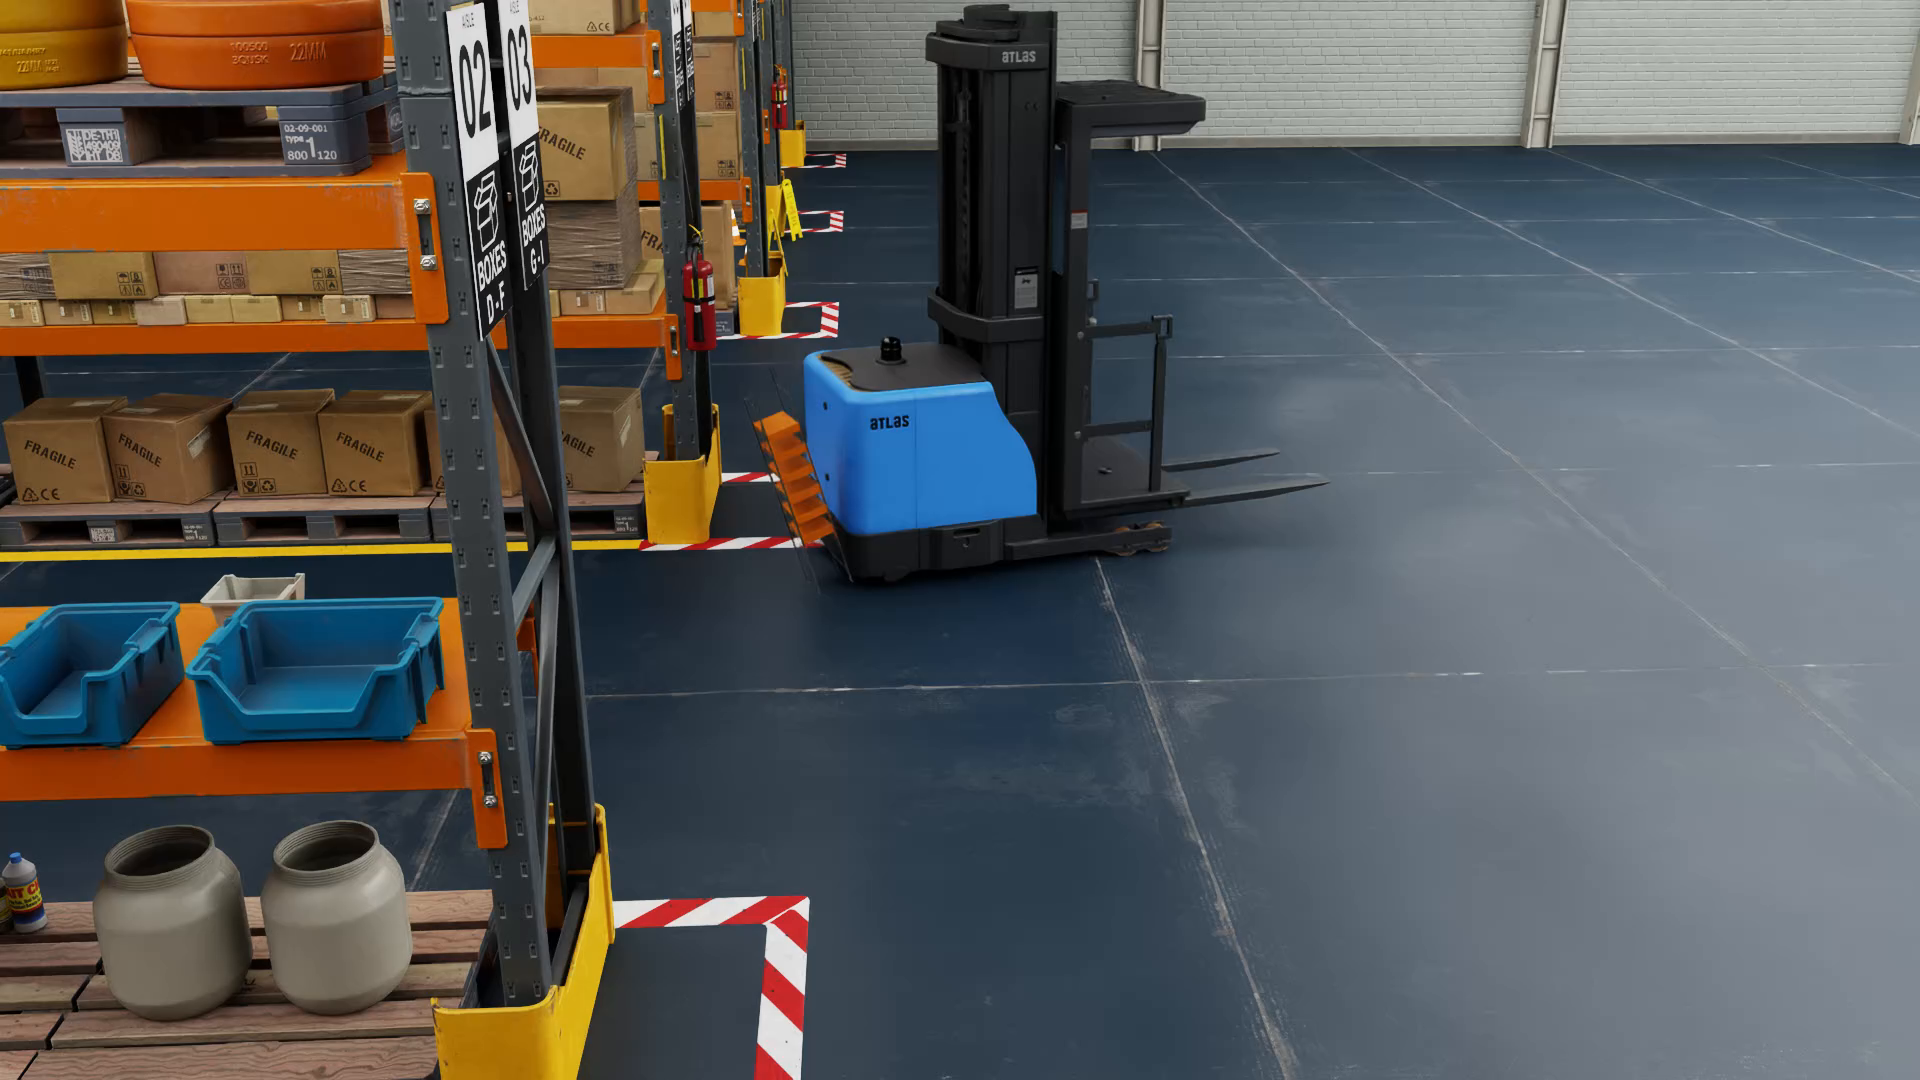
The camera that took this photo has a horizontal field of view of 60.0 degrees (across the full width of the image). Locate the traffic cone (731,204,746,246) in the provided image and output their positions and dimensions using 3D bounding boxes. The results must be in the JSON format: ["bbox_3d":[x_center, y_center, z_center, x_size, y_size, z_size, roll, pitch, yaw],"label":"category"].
[{"bbox_3d":[-2.504,-3.454,18.042,0.334,0.463,0.336,-1,21,-3],"label":"traffic cone"}]

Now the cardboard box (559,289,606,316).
[{"bbox_3d":[-2.105,-1.384,9.395,0.250,0.149,0.380,-1,21,-3],"label":"cardboard box"}]

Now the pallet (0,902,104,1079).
[{"bbox_3d":[-3.399,1.533,5.297,1.213,0.211,1.003,-1,21,-3],"label":"pallet"}]

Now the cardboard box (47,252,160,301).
[{"bbox_3d":[-4.622,-1.675,9.246,0.500,0.500,0.875,-1,21,-3],"label":"cardboard box"}]

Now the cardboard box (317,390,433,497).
[{"bbox_3d":[-3.427,-0.577,9.843,0.500,0.500,0.500,1,21,2],"label":"cardboard box"}]

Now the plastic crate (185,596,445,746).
[{"bbox_3d":[-1.782,0.360,4.670,0.616,0.251,0.499,-1,21,-3],"label":"plastic crate"}]

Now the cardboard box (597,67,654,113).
[{"bbox_3d":[-2.681,-3.887,13.886,0.550,0.550,0.875,-1,21,-3],"label":"cardboard box"}]

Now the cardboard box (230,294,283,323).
[{"bbox_3d":[-3.847,-1.320,9.225,0.250,0.149,0.380,-1,21,-3],"label":"cardboard box"}]

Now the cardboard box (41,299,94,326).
[{"bbox_3d":[-4.845,-1.300,9.173,0.250,0.149,0.380,-1,21,-3],"label":"cardboard box"}]

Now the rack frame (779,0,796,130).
[{"bbox_3d":[-2.435,-6.869,23.448,0.127,3.000,1.000,-1,21,-3],"label":"rack frame"}]

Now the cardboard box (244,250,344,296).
[{"bbox_3d":[-3.627,-1.717,9.355,0.500,0.500,0.875,-1,21,-3],"label":"cardboard box"}]

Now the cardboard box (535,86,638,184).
[{"bbox_3d":[-2.147,-2.324,9.547,0.500,0.500,0.500,-1,21,-3],"label":"cardboard box"}]

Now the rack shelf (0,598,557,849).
[{"bbox_3d":[-3.296,0.550,4.970,4.000,0.370,1.077,-1,21,-3],"label":"rack shelf"}]

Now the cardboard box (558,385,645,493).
[{"bbox_3d":[-2.207,-0.607,9.923,0.500,0.500,0.500,3,21,7],"label":"cardboard box"}]

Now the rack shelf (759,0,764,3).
[{"bbox_3d":[-4.145,-6.131,18.304,4.000,0.370,1.077,-1,21,-3],"label":"rack shelf"}]

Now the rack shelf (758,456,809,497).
[{"bbox_3d":[-0.922,-0.345,8.642,0.180,0.103,0.258,-27,29,-15],"label":"rack shelf"}]

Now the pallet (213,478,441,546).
[{"bbox_3d":[-3.686,-0.253,9.990,1.213,0.211,1.003,-1,21,-3],"label":"pallet"}]

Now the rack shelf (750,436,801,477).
[{"bbox_3d":[-0.958,-0.445,8.586,0.180,0.103,0.258,-27,29,-15],"label":"rack shelf"}]

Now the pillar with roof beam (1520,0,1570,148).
[{"bbox_3d":[9.045,-8.693,19.808,0.400,9.000,9.100,-1,21,-3],"label":"pillar with roof beam"}]

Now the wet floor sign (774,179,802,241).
[{"bbox_3d":[-1.897,-3.630,18.247,0.232,0.644,0.267,6,22,16],"label":"wet floor sign"}]

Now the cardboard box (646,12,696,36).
[{"bbox_3d":[-3.151,-5.664,18.317,0.500,0.500,0.700,-1,21,-3],"label":"cardboard box"}]

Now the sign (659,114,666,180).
[{"bbox_3d":[-1.570,-2.077,8.789,0.005,0.325,0.100,-1,21,-3],"label":"sign"}]

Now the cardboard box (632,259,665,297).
[{"bbox_3d":[-1.880,-1.547,9.822,0.250,0.149,0.380,-1,21,-3],"label":"cardboard box"}]

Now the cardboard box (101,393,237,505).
[{"bbox_3d":[-4.603,-0.541,9.749,0.500,0.500,0.500,5,22,14],"label":"cardboard box"}]

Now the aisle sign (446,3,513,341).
[{"bbox_3d":[-1.211,-0.937,4.213,0.004,0.787,0.394,-1,21,-3],"label":"aisle sign"}]

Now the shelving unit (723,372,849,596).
[{"bbox_3d":[-0.900,-0.282,8.677,0.189,1.200,0.258,-27,29,-15],"label":"shelving unit"}]

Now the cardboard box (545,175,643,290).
[{"bbox_3d":[-2.133,-1.770,9.496,0.500,0.500,0.875,-1,21,-3],"label":"cardboard box"}]

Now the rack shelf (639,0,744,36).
[{"bbox_3d":[-3.761,-4.375,13.691,4.000,0.370,1.077,-1,21,-3],"label":"rack shelf"}]

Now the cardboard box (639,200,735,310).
[{"bbox_3d":[-2.438,-2.516,14.409,0.875,0.875,0.875,-1,21,-3],"label":"cardboard box"}]

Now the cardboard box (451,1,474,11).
[{"bbox_3d":[-2.547,-2.806,8.771,0.500,0.250,0.500,-1,21,-3],"label":"cardboard box"}]

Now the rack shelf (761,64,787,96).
[{"bbox_3d":[-4.432,-6.492,23.469,4.000,0.370,1.077,-1,21,-3],"label":"rack shelf"}]

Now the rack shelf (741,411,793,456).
[{"bbox_3d":[-0.994,-0.545,8.530,0.180,0.103,0.258,-27,29,-15],"label":"rack shelf"}]

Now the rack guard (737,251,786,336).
[{"bbox_3d":[-1.740,-2.182,14.650,0.348,0.500,1.175,-1,21,-3],"label":"rack guard"}]

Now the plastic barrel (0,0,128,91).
[{"bbox_3d":[-2.430,-1.444,4.128,0.600,0.588,0.600,0,21,0],"label":"plastic barrel"}]

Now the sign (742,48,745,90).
[{"bbox_3d":[-1.747,-3.809,13.448,0.005,0.325,0.100,-1,21,-3],"label":"sign"}]

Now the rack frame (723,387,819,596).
[{"bbox_3d":[-0.978,-0.241,8.653,0.006,1.200,0.240,-27,29,-15],"label":"rack frame"}]

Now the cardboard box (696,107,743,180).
[{"bbox_3d":[-2.132,-3.396,14.115,0.550,0.550,0.875,-1,21,-3],"label":"cardboard box"}]

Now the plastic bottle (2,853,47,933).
[{"bbox_3d":[-3.127,1.169,5.550,0.097,0.271,0.097,0,21,0],"label":"plastic bottle"}]

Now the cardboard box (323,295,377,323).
[{"bbox_3d":[-3.346,-1.321,9.229,0.250,0.149,0.380,-1,21,-3],"label":"cardboard box"}]

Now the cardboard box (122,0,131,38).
[{"bbox_3d":[-4.087,-2.773,8.685,0.500,0.250,0.500,-2,21,-5],"label":"cardboard box"}]

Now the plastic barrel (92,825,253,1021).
[{"bbox_3d":[-2.453,1.191,5.184,0.421,0.512,0.421,0,21,0],"label":"plastic barrel"}]

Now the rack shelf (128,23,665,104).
[{"bbox_3d":[-3.579,-2.611,9.058,4.000,0.370,1.077,-1,21,-3],"label":"rack shelf"}]

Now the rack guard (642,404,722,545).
[{"bbox_3d":[-1.658,-0.416,10.011,0.348,0.500,1.175,-1,21,-3],"label":"rack guard"}]

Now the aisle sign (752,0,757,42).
[{"bbox_3d":[-1.676,-4.460,13.465,0.004,0.787,0.394,-1,21,-3],"label":"aisle sign"}]

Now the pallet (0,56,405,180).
[{"bbox_3d":[-2.131,-1.158,4.496,1.213,0.211,1.003,-1,21,-3],"label":"pallet"}]

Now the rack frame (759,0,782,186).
[{"bbox_3d":[-2.148,-5.106,18.817,0.127,3.000,1.000,-1,21,-3],"label":"rack frame"}]

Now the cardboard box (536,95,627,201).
[{"bbox_3d":[-2.117,-2.140,9.062,0.500,0.500,0.500,-1,21,-3],"label":"cardboard box"}]

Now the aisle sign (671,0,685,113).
[{"bbox_3d":[-1.503,-2.695,8.831,0.004,0.787,0.394,-1,21,-3],"label":"aisle sign"}]

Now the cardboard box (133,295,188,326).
[{"bbox_3d":[-4.344,-1.299,9.170,0.250,0.149,0.380,-1,21,-3],"label":"cardboard box"}]

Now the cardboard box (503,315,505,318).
[{"bbox_3d":[-2.602,-1.361,9.334,0.250,0.149,0.380,-1,21,-3],"label":"cardboard box"}]

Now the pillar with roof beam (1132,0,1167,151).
[{"bbox_3d":[3.054,-8.572,19.488,0.400,9.000,9.100,-1,21,-3],"label":"pillar with roof beam"}]

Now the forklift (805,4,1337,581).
[{"bbox_3d":[0.687,-1.435,9.272,3.031,2.935,1.130,-6,22,-16],"label":"forklift"}]

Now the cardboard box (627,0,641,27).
[{"bbox_3d":[-2.078,-3.000,9.279,0.500,0.250,0.500,-1,21,-1],"label":"cardboard box"}]

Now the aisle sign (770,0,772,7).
[{"bbox_3d":[-2.069,-6.219,18.087,0.004,0.787,0.394,-1,21,-3],"label":"aisle sign"}]

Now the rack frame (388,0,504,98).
[{"bbox_3d":[-1.299,-2.630,3.882,0.127,3.000,1.000,-1,21,-3],"label":"rack frame"}]

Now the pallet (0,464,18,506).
[{"bbox_3d":[-6.353,-0.185,9.810,1.213,0.211,1.003,-1,21,-3],"label":"pallet"}]

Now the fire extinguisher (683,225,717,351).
[{"bbox_3d":[-1.442,-1.388,9.160,0.183,0.674,0.296,-1,21,-3],"label":"fire extinguisher"}]
